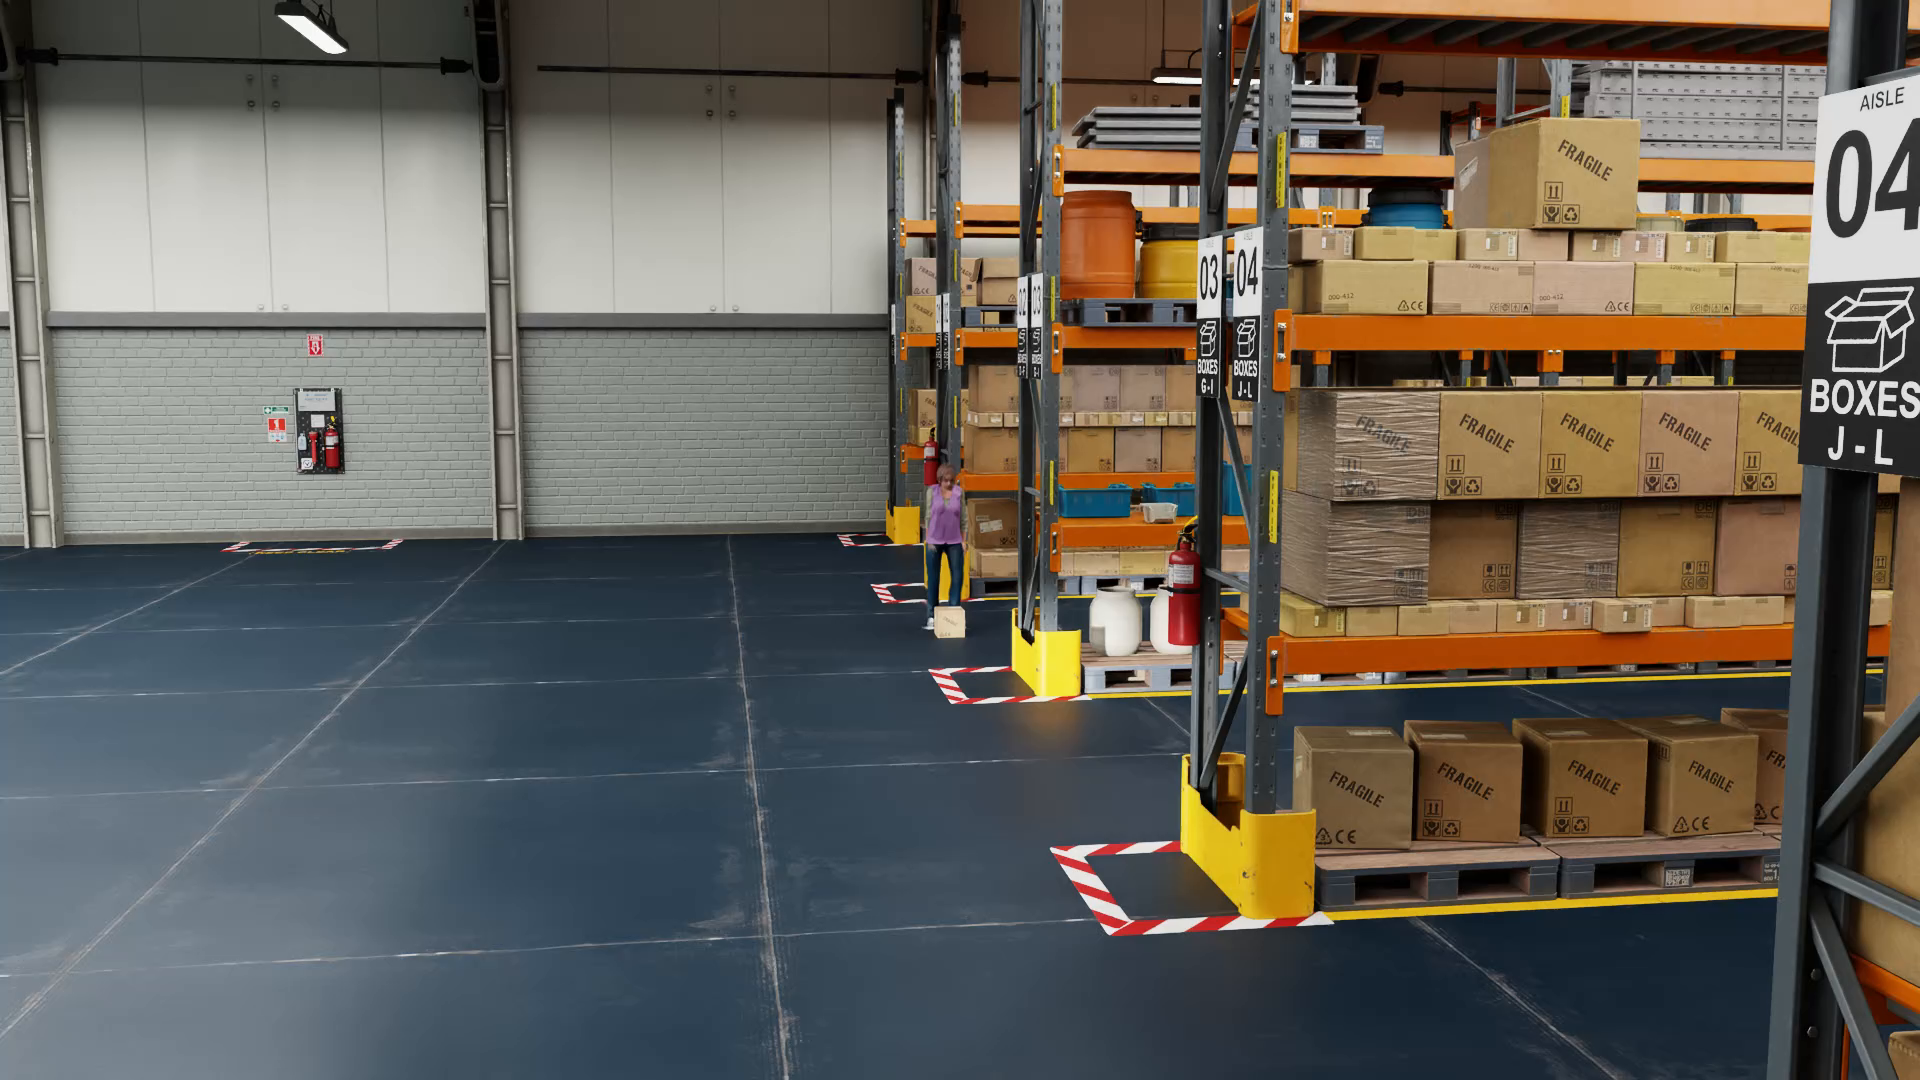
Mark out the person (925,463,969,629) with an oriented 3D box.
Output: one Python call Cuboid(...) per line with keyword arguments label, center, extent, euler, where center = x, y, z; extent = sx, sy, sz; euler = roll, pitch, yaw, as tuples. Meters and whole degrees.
Cuboid(label="person", center=(-0.124, 0.060, 15.713), extent=(0.417, 1.563, 0.341), euler=(-1, 7, -7))
